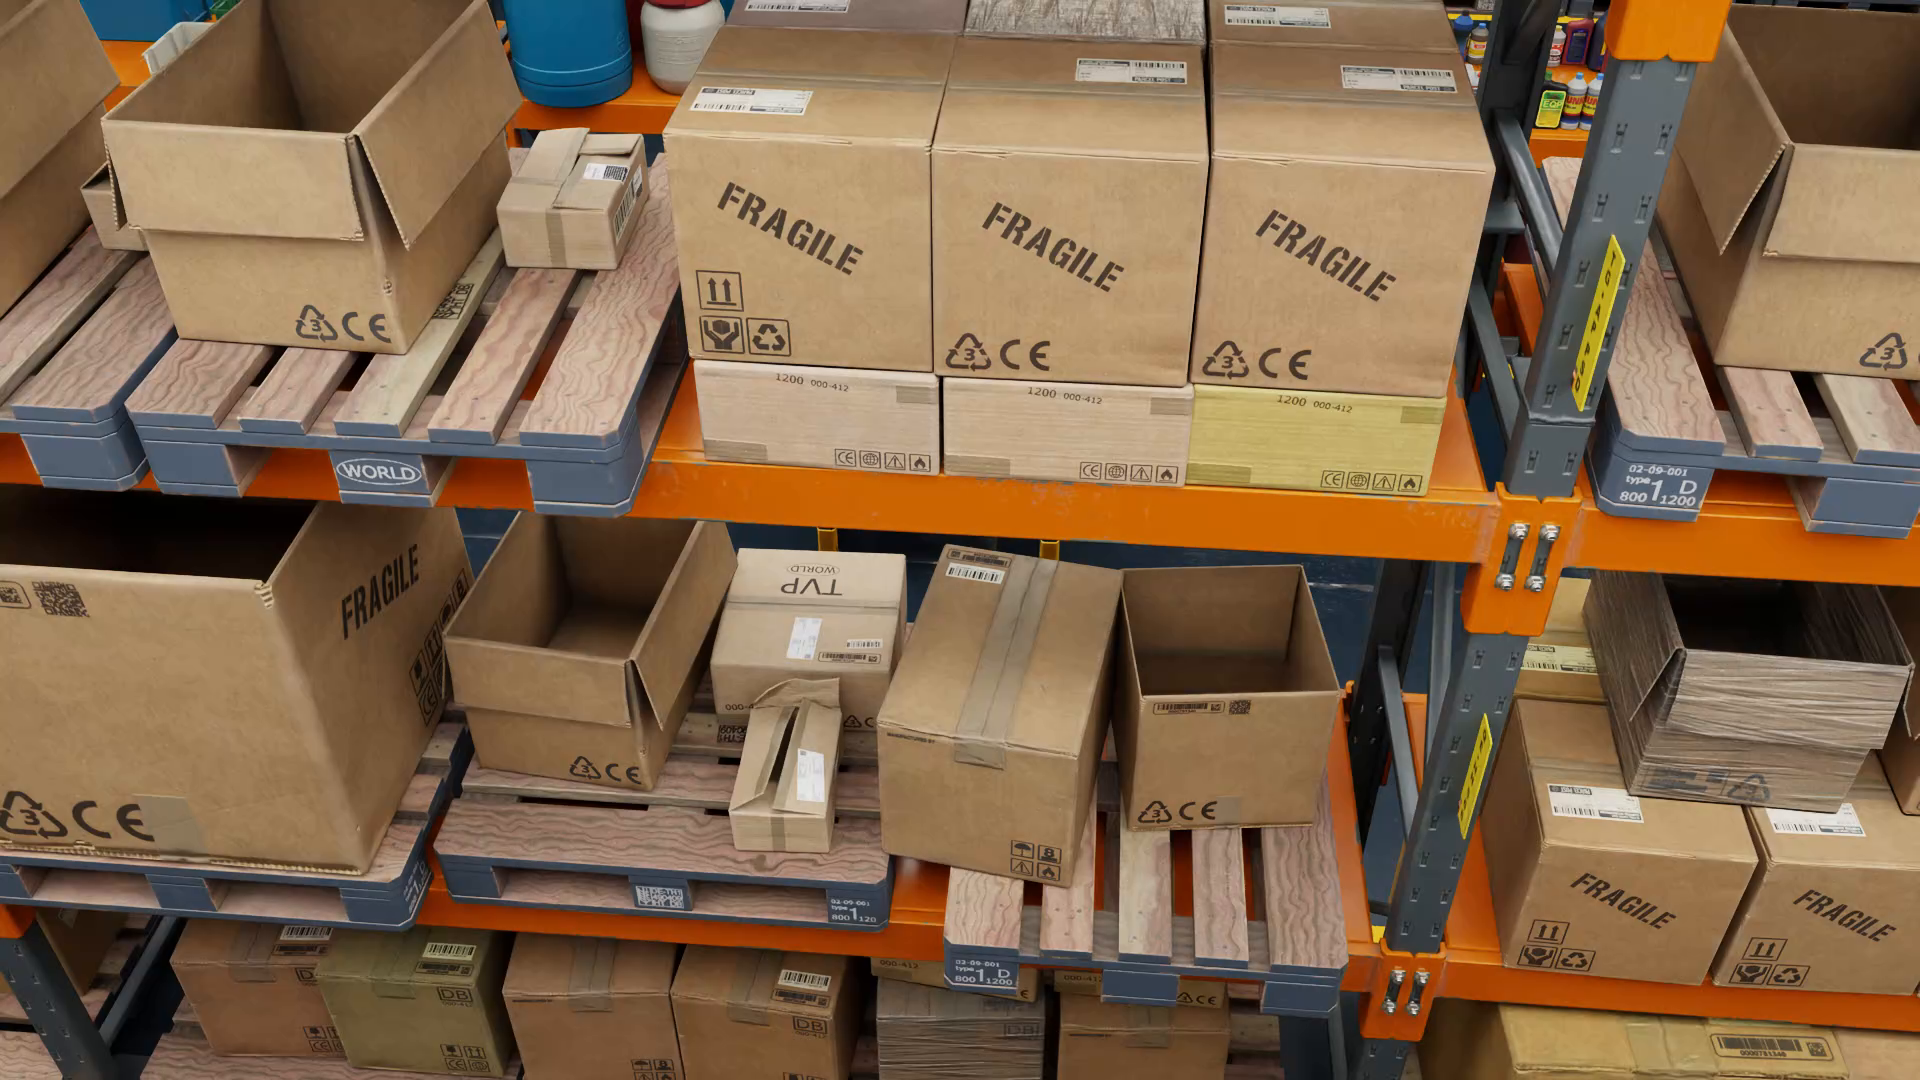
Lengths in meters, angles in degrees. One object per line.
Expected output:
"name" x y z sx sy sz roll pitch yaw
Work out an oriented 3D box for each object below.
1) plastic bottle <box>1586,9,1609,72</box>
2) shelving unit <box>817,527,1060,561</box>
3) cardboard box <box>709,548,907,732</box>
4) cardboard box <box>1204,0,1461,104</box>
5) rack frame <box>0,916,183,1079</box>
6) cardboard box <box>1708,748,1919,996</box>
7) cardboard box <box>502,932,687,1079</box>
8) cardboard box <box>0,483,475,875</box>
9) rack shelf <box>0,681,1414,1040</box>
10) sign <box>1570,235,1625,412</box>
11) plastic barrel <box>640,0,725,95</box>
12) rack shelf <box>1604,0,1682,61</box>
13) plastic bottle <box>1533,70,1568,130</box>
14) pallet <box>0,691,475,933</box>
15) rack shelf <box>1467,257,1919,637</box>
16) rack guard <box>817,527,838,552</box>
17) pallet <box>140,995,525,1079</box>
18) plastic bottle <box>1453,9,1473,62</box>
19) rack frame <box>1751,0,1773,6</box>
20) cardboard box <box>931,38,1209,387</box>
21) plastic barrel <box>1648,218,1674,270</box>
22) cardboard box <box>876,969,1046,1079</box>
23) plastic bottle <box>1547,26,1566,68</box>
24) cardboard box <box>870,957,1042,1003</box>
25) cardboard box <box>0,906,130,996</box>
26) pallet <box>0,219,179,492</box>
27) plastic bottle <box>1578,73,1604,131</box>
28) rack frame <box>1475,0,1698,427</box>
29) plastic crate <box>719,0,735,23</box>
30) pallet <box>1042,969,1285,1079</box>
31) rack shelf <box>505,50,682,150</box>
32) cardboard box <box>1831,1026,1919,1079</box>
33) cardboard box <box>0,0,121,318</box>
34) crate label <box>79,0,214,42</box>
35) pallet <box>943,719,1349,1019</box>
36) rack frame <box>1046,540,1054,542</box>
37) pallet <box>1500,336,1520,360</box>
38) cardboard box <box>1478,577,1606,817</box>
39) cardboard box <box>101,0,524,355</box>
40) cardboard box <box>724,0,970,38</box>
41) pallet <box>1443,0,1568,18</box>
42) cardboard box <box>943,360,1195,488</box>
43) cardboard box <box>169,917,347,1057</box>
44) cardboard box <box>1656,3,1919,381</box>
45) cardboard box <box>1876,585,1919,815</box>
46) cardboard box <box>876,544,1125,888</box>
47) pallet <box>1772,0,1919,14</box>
"plastic bottle" 3.387 -2.621 8.633 0.185 0.351 0.144 3 39 4
"shelving unit" -0.076 -0.586 7.282 1.083 1.500 0.587 3 39 4
"cardboard box" -0.424 0.283 4.812 0.500 0.250 0.500 2 39 3
"cardboard box" 0.780 -0.959 3.701 0.500 0.500 0.500 3 39 4
"rack frame" -2.759 0.406 4.875 0.127 3.000 1.000 3 39 4
"cardboard box" 2.201 0.810 4.300 0.500 0.500 0.500 2 39 3
"cardboard box" -1.118 1.320 5.384 0.500 0.500 0.700 0 39 0
"cardboard box" -1.979 0.142 4.391 1.000 1.000 1.000 3 39 4
"rack shelf" -0.766 0.794 4.968 4.000 0.370 1.077 3 39 4
"sign" 1.178 -0.399 3.078 0.005 0.325 0.100 3 39 4
"plastic barrel" -1.397 -2.571 8.425 0.433 0.535 0.433 0 39 0
"rack shelf" -0.766 -1.377 3.200 4.000 0.370 1.077 3 39 4
"plastic bottle" 2.877 -2.145 8.102 0.133 0.283 0.061 3 39 4
"pallet" -2.010 0.614 4.772 1.213 0.211 1.003 3 39 4
"rack shelf" 3.219 -0.151 3.753 4.000 0.370 1.077 3 39 4
"rack guard" -0.572 -0.128 7.710 0.087 0.250 0.587 3 39 4
"pallet" -1.983 1.529 5.704 1.213 0.211 1.003 3 39 4
"plastic bottle" 2.631 -2.646 8.727 0.097 0.271 0.097 0 39 0
"rack frame" 6.070 -5.388 11.993 0.127 3.000 1.000 3 39 4
"cardboard box" 0.218 -0.662 3.335 0.500 0.500 0.500 3 39 4
"plastic barrel" 3.838 -1.637 9.023 0.421 0.512 0.421 0 39 0
"cardboard box" 0.003 1.377 5.314 0.500 0.500 0.700 0 39 0
"plastic bottle" 3.116 -2.593 8.717 0.097 0.201 0.097 0 39 0
"cardboard box" 0.027 1.092 5.070 0.500 0.250 0.500 7 40 9
"cardboard box" -3.154 1.166 5.589 0.500 0.500 0.500 2 39 2
"pallet" -2.153 -0.584 3.864 1.003 0.211 1.213 3 39 4
"plastic bottle" 3.091 -2.140 8.105 0.097 0.271 0.097 0 39 0
"rack frame" 1.226 -1.703 2.713 0.127 3.000 1.000 3 39 4
"plastic crate" -1.206 -2.838 8.873 0.575 0.384 0.392 3 39 4
"pallet" 0.448 1.662 5.541 1.213 0.211 1.003 3 39 4
"rack shelf" -0.339 -2.321 8.795 4.000 0.370 1.077 3 39 4
"cardboard box" 2.800 1.389 5.017 0.875 0.875 1.225 3 39 4
"cardboard box" -2.299 -0.872 3.655 0.637 0.503 0.797 1 39 2
"crate label" -4.459 -3.010 9.044 0.616 0.435 0.502 3 39 4
"pallet" 0.507 0.727 4.633 1.003 0.211 1.213 3 39 4
"rack frame" 0.421 -0.559 7.248 0.032 1.500 0.500 3 39 4
"pallet" 2.443 -1.393 9.294 1.213 0.211 1.003 3 39 4
"cardboard box" 1.739 0.456 4.734 0.500 0.500 0.500 4 39 5
"cardboard box" -1.360 -0.821 3.592 0.637 0.503 0.797 5 39 6
"cardboard box" -0.226 -1.012 3.766 0.500 0.500 0.500 2 39 3
"pallet" 4.037 -4.392 12.979 1.213 0.211 1.003 3 39 4
"cardboard box" 0.236 -0.371 3.573 0.500 0.250 0.500 3 39 4
"cardboard box" -2.149 1.252 5.467 0.500 0.500 0.700 0 39 0
"cardboard box" 1.840 -0.754 3.510 0.637 0.503 0.797 5 39 6
"cardboard box" 2.602 0.284 4.152 0.637 0.503 0.797 4 39 5
"cardboard box" 0.120 0.451 4.408 0.500 0.500 0.700 9 40 10
"pallet" 6.754 -4.269 12.827 1.213 0.211 1.003 3 39 4
